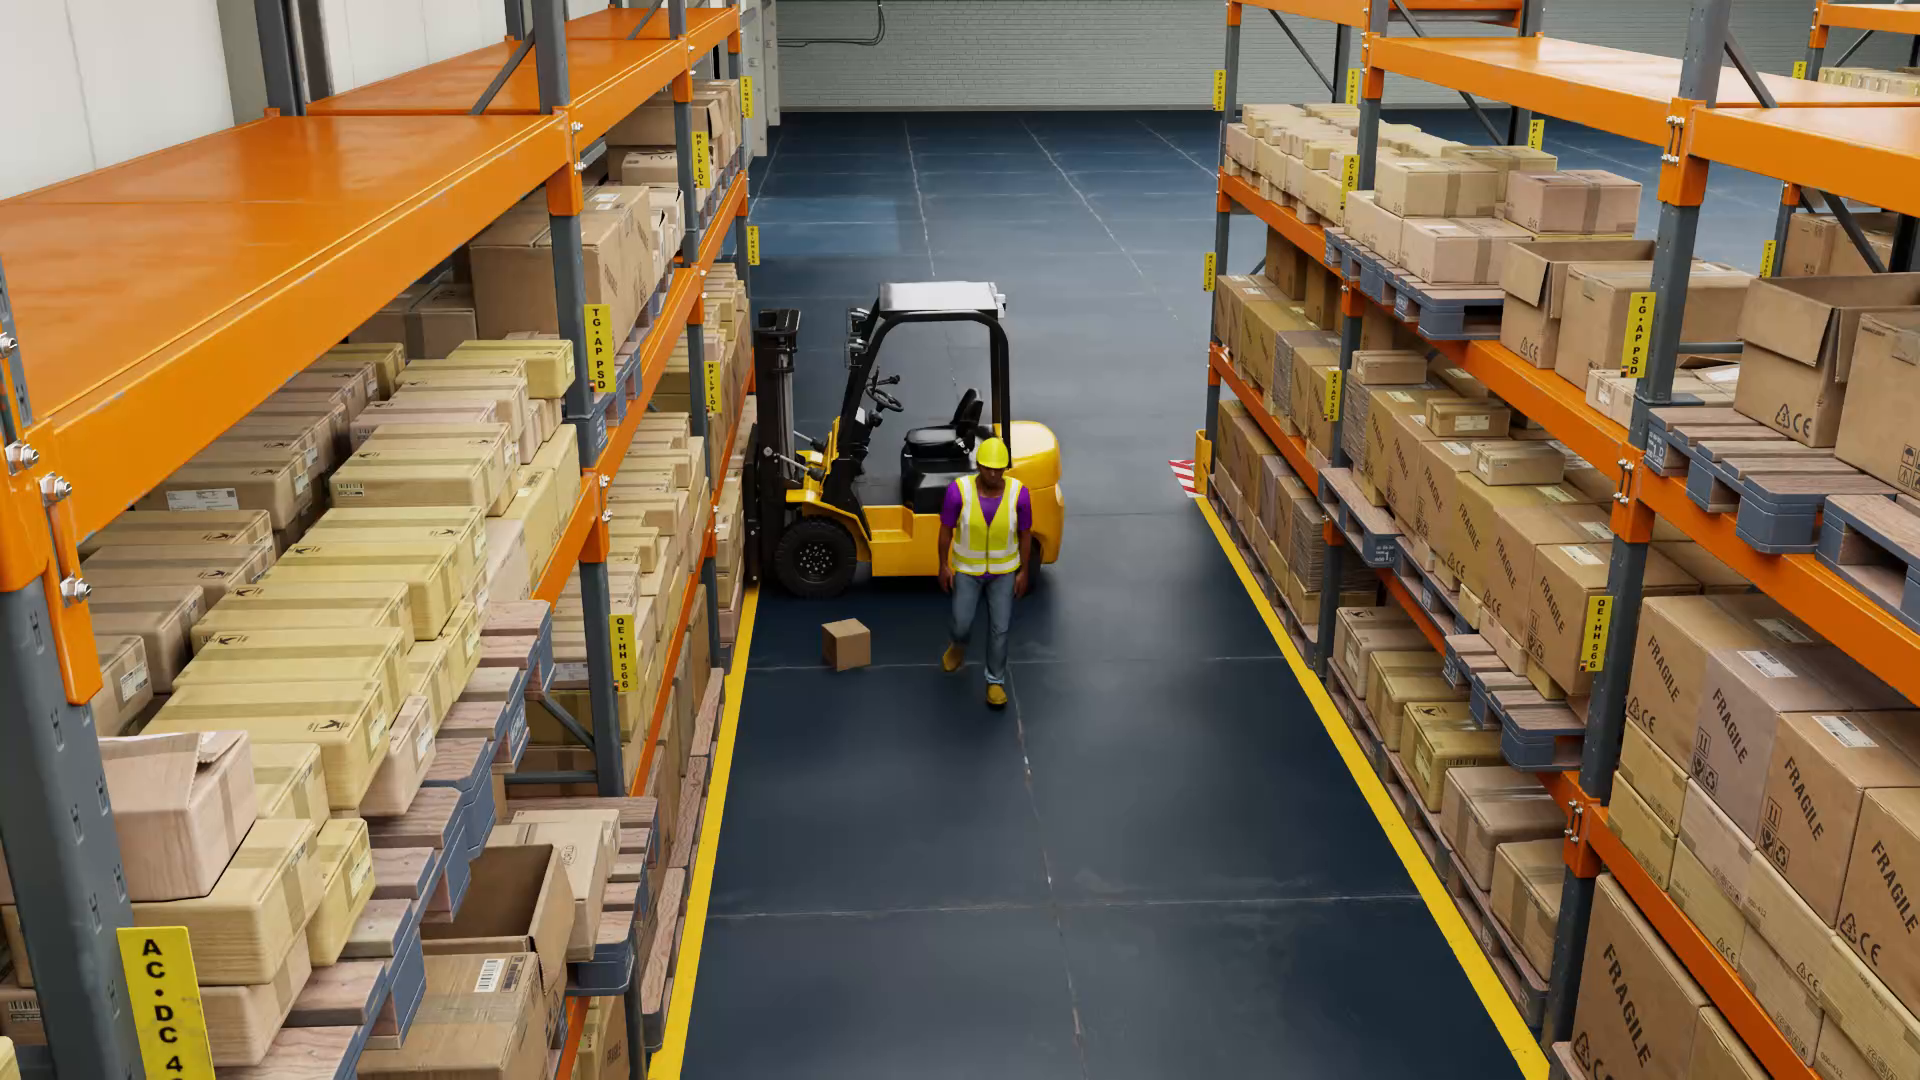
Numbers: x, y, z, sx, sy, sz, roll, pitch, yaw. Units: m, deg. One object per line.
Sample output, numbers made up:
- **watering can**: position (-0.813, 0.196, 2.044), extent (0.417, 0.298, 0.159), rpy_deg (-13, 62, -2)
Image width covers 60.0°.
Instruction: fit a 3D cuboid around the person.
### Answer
- **person**: position (0.154, 0.158, 10.539), extent (0.592, 1.760, 0.644), rpy_deg (-1, 20, -4)
